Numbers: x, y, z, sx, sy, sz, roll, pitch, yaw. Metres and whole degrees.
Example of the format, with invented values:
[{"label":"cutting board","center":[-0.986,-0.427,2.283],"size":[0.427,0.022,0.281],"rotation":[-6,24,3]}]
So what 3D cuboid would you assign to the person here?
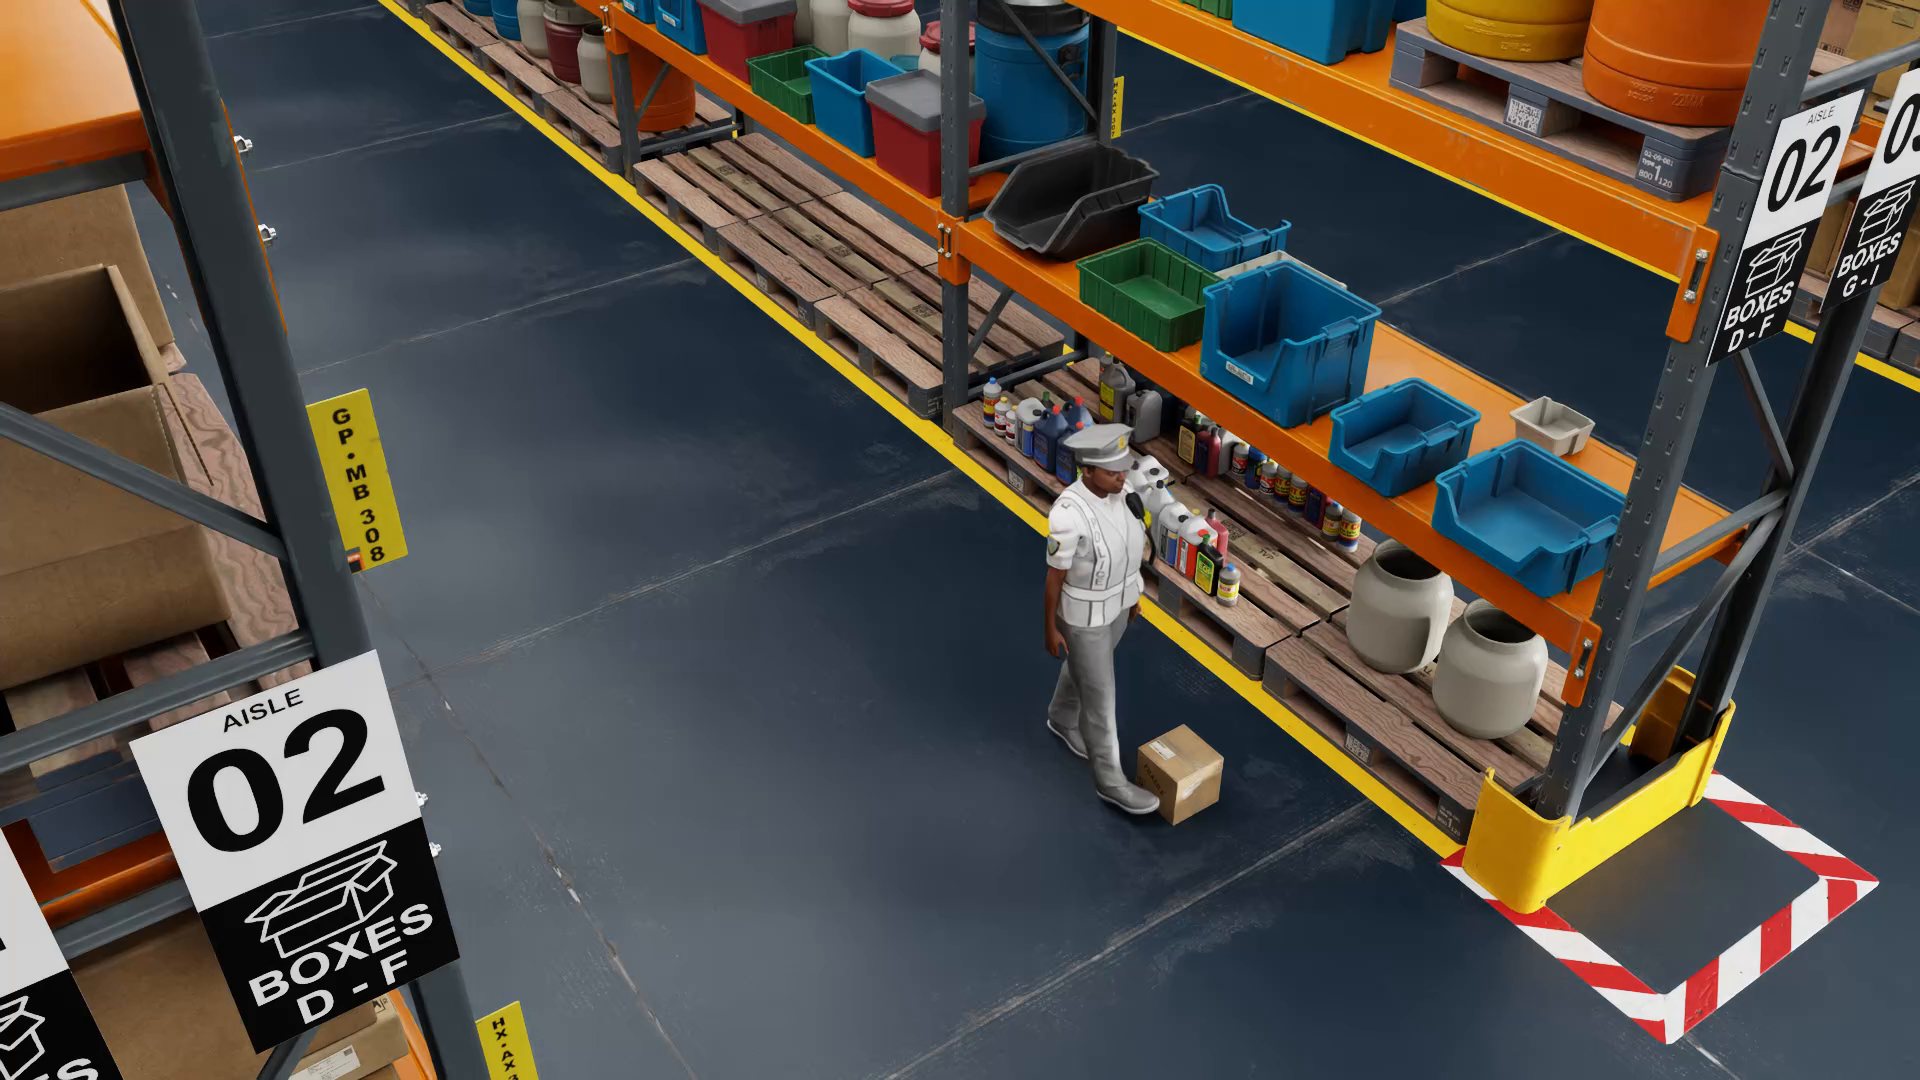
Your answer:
[{"label":"person","center":[0.618,0.302,6.573],"size":[0.694,1.669,0.462],"rotation":[28,45,32]}]
